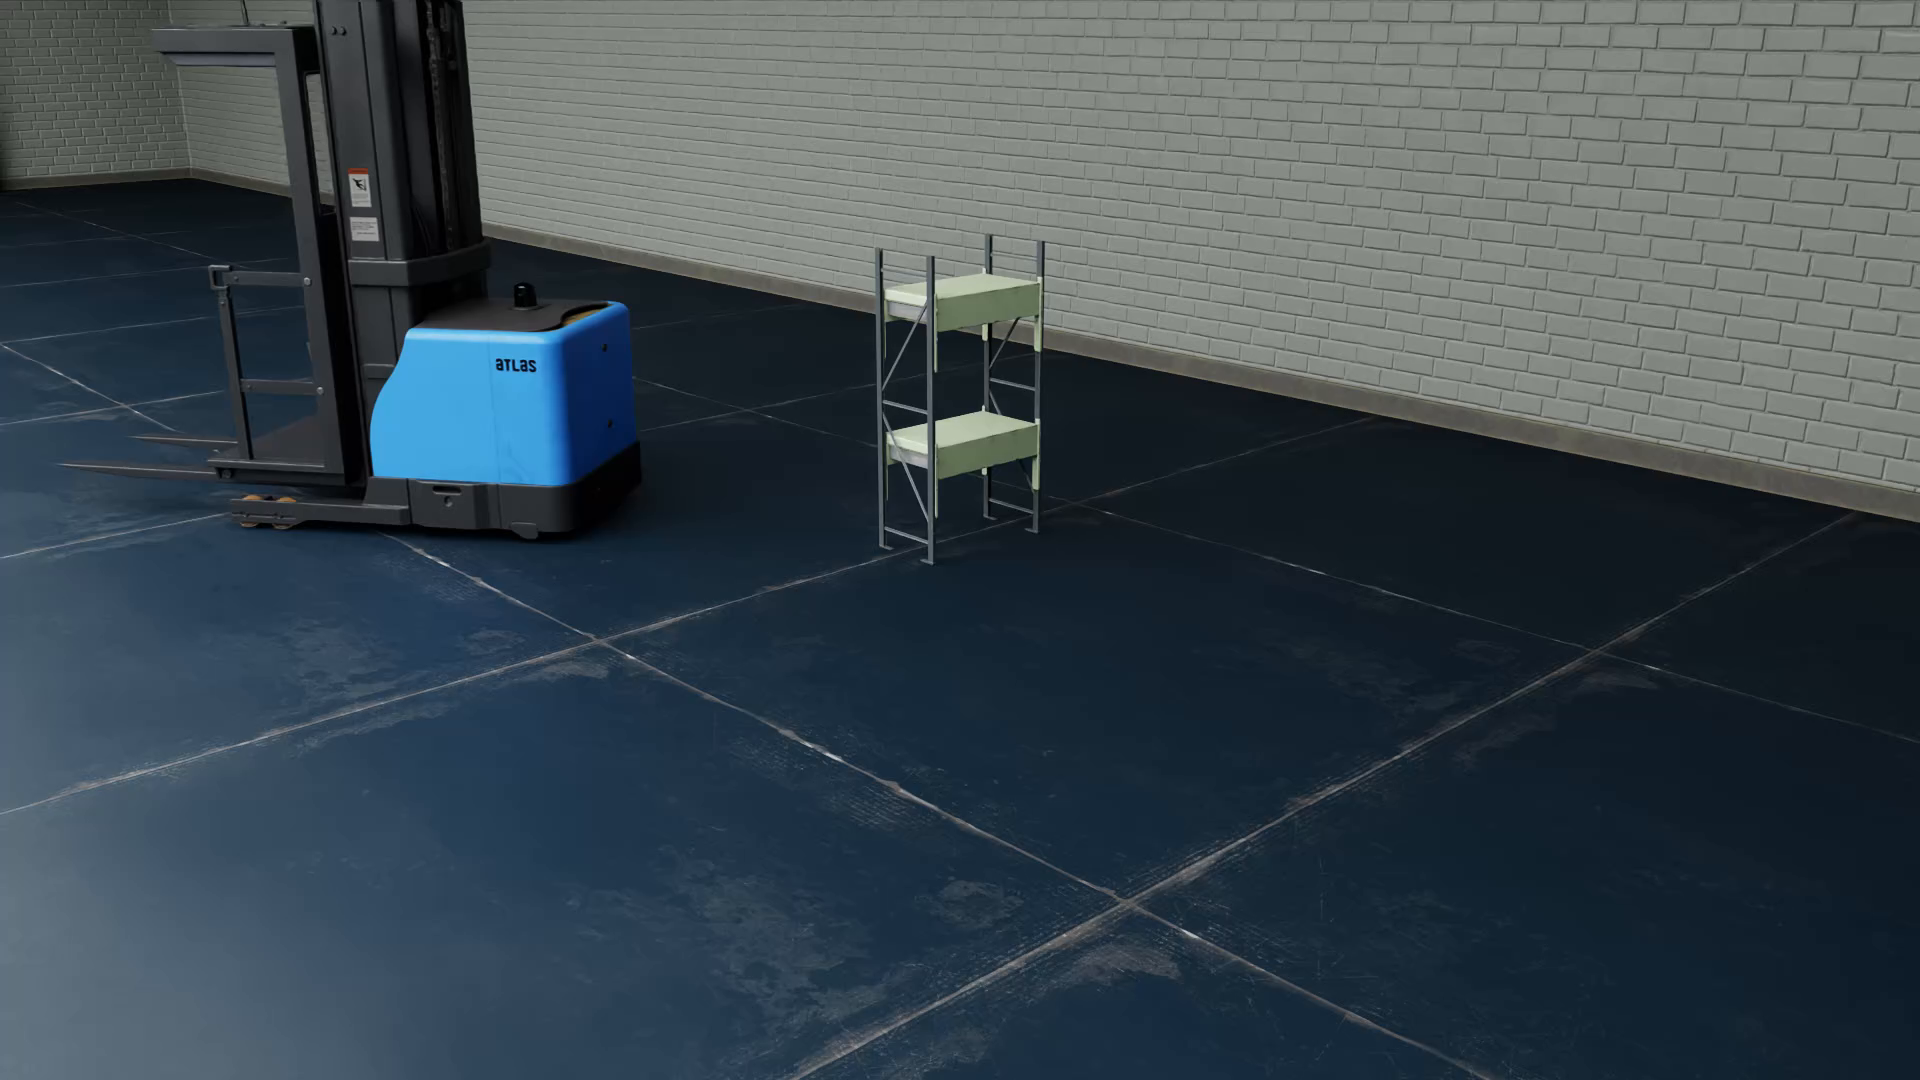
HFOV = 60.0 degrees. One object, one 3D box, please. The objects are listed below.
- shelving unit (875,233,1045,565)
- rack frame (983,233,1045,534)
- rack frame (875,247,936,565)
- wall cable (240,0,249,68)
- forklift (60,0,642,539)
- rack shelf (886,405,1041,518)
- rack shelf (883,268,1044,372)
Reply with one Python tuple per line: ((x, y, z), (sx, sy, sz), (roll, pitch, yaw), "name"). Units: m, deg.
((0.005, -0.715, 8.258), (0.755, 1.500, 0.431), (-16, 24, -41), "shelving unit")
((0.271, -0.792, 8.497), (0.023, 1.500, 0.400), (-16, 24, -41), "rack frame")
((-0.261, -0.637, 8.019), (0.023, 1.500, 0.400), (-16, 24, -41), "rack frame")
((-10.971, -8.110, 23.943), (0.112, 2.526, 3.097), (-16, 24, -41), "wall cable")
((-3.337, -1.604, 8.678), (3.031, 2.935, 1.130), (3, 18, 10), "forklift")
((0.005, -0.405, 8.358), (0.720, 0.370, 0.431), (-16, 24, -41), "rack shelf")
((0.005, -1.086, 8.137), (0.720, 0.370, 0.431), (-16, 24, -41), "rack shelf")
